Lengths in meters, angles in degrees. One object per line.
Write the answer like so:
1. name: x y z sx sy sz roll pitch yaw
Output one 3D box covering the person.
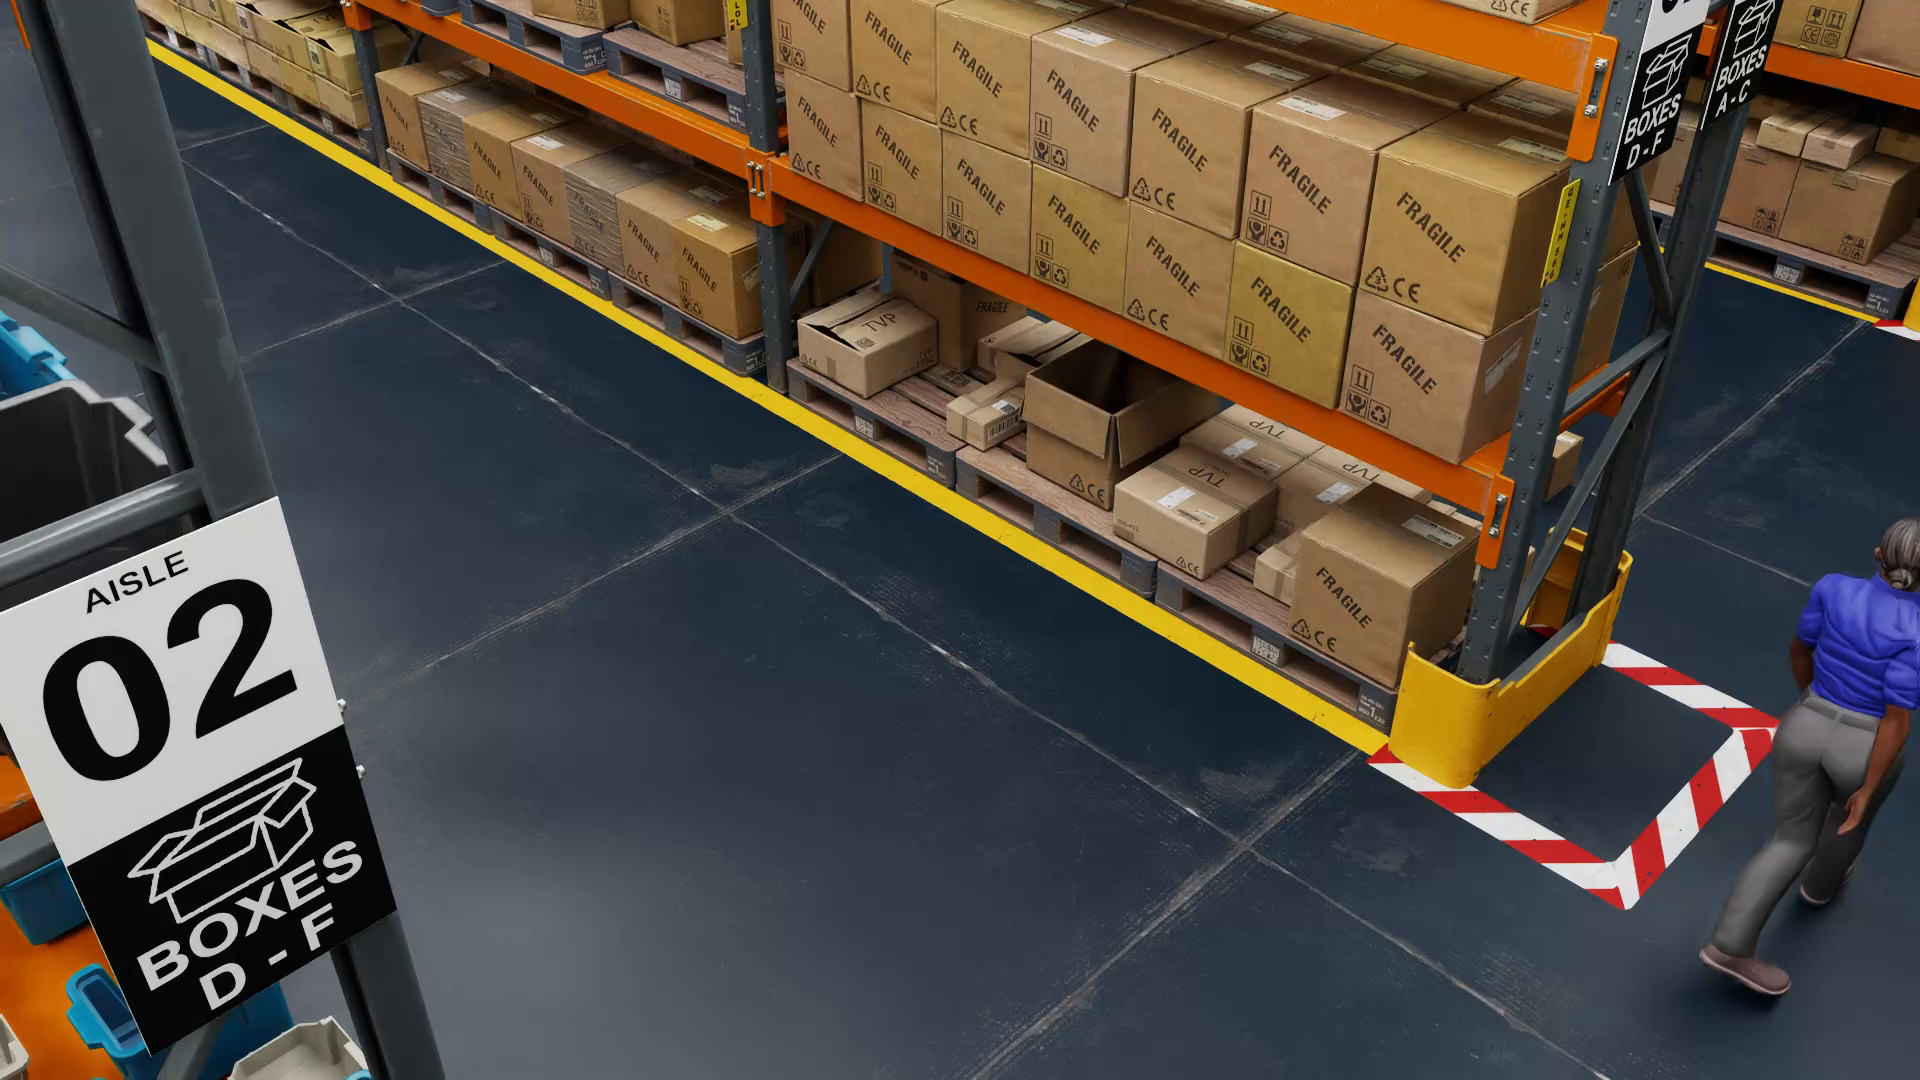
1. person: 2.765 0.642 5.270 0.920 1.598 0.490 -25 42 -30
